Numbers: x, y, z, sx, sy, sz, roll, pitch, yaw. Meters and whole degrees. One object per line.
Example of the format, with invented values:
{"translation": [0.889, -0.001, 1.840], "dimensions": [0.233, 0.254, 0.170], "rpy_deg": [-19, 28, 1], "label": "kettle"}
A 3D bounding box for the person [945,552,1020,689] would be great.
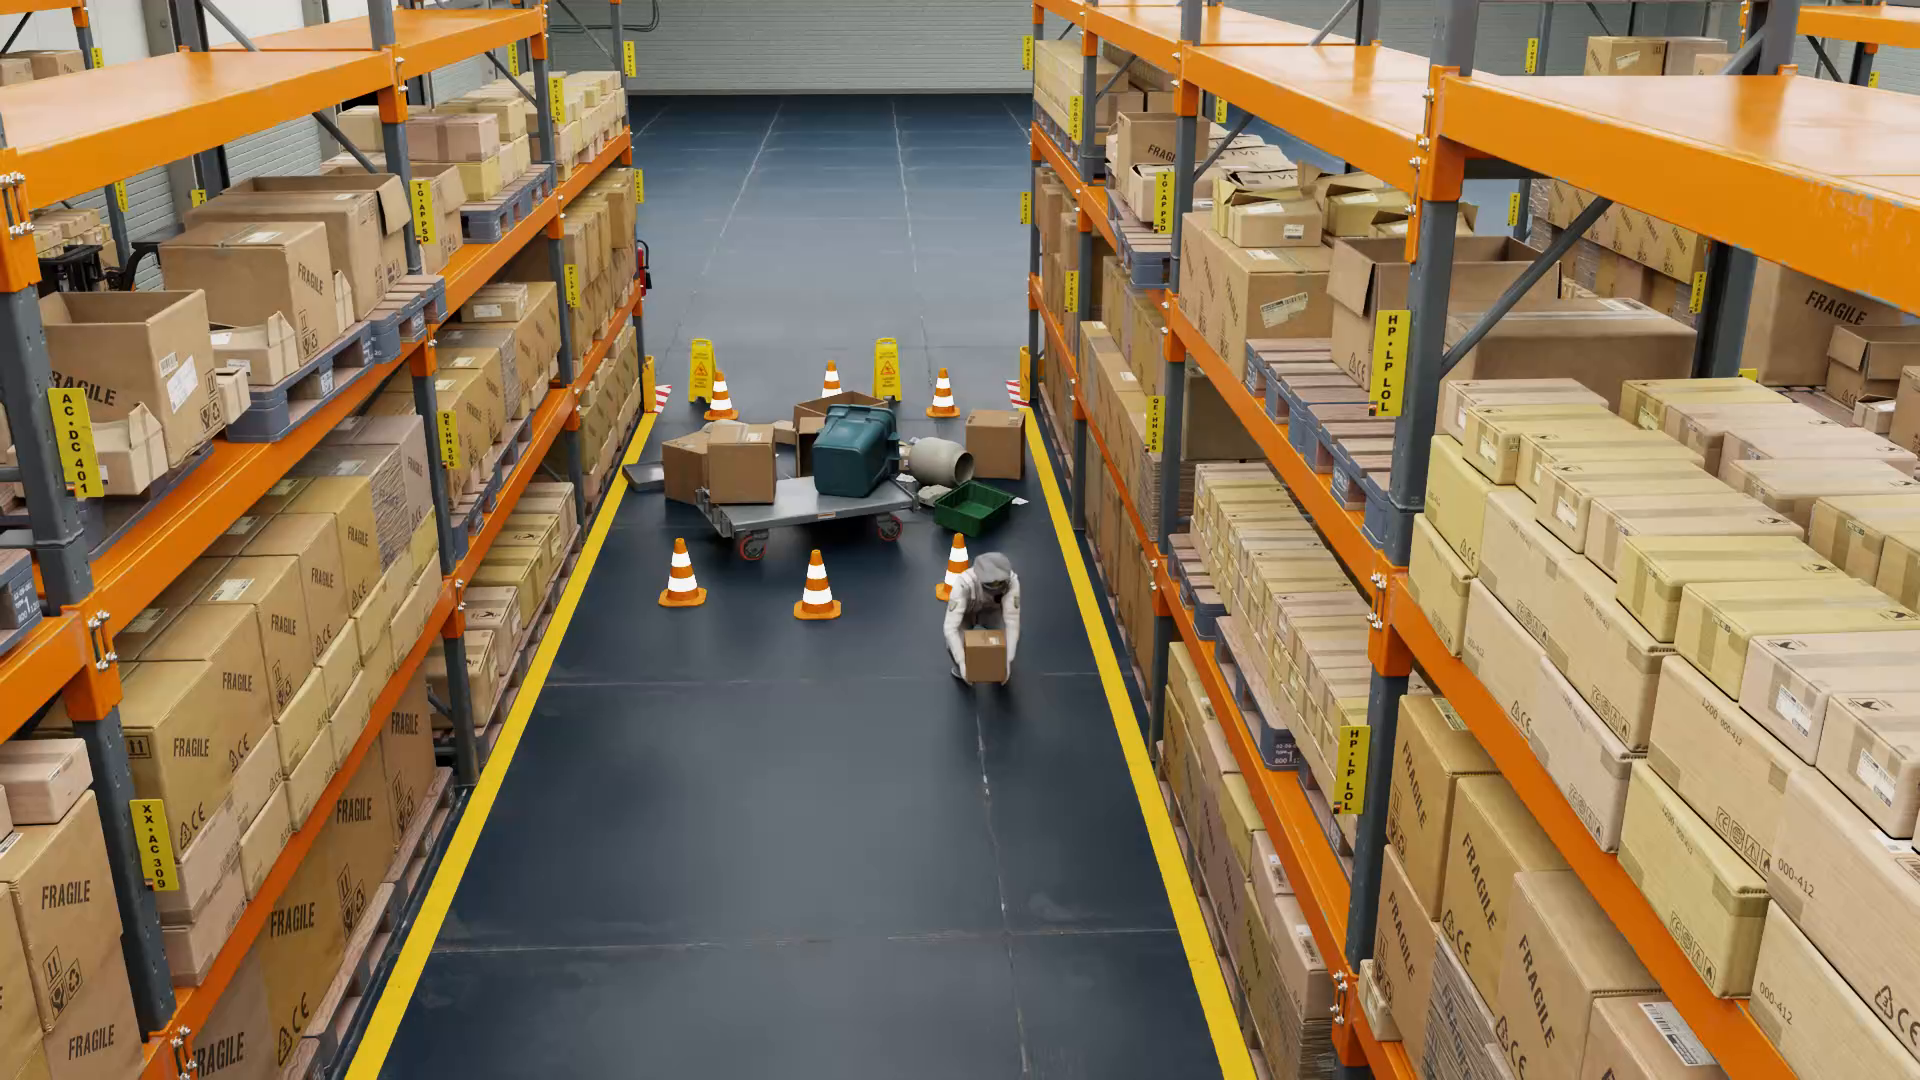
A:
{"translation": [0.136, 0.483, 10.810], "dimensions": [0.494, 0.964, 0.834], "rpy_deg": [-1, 21, -4], "label": "person"}
